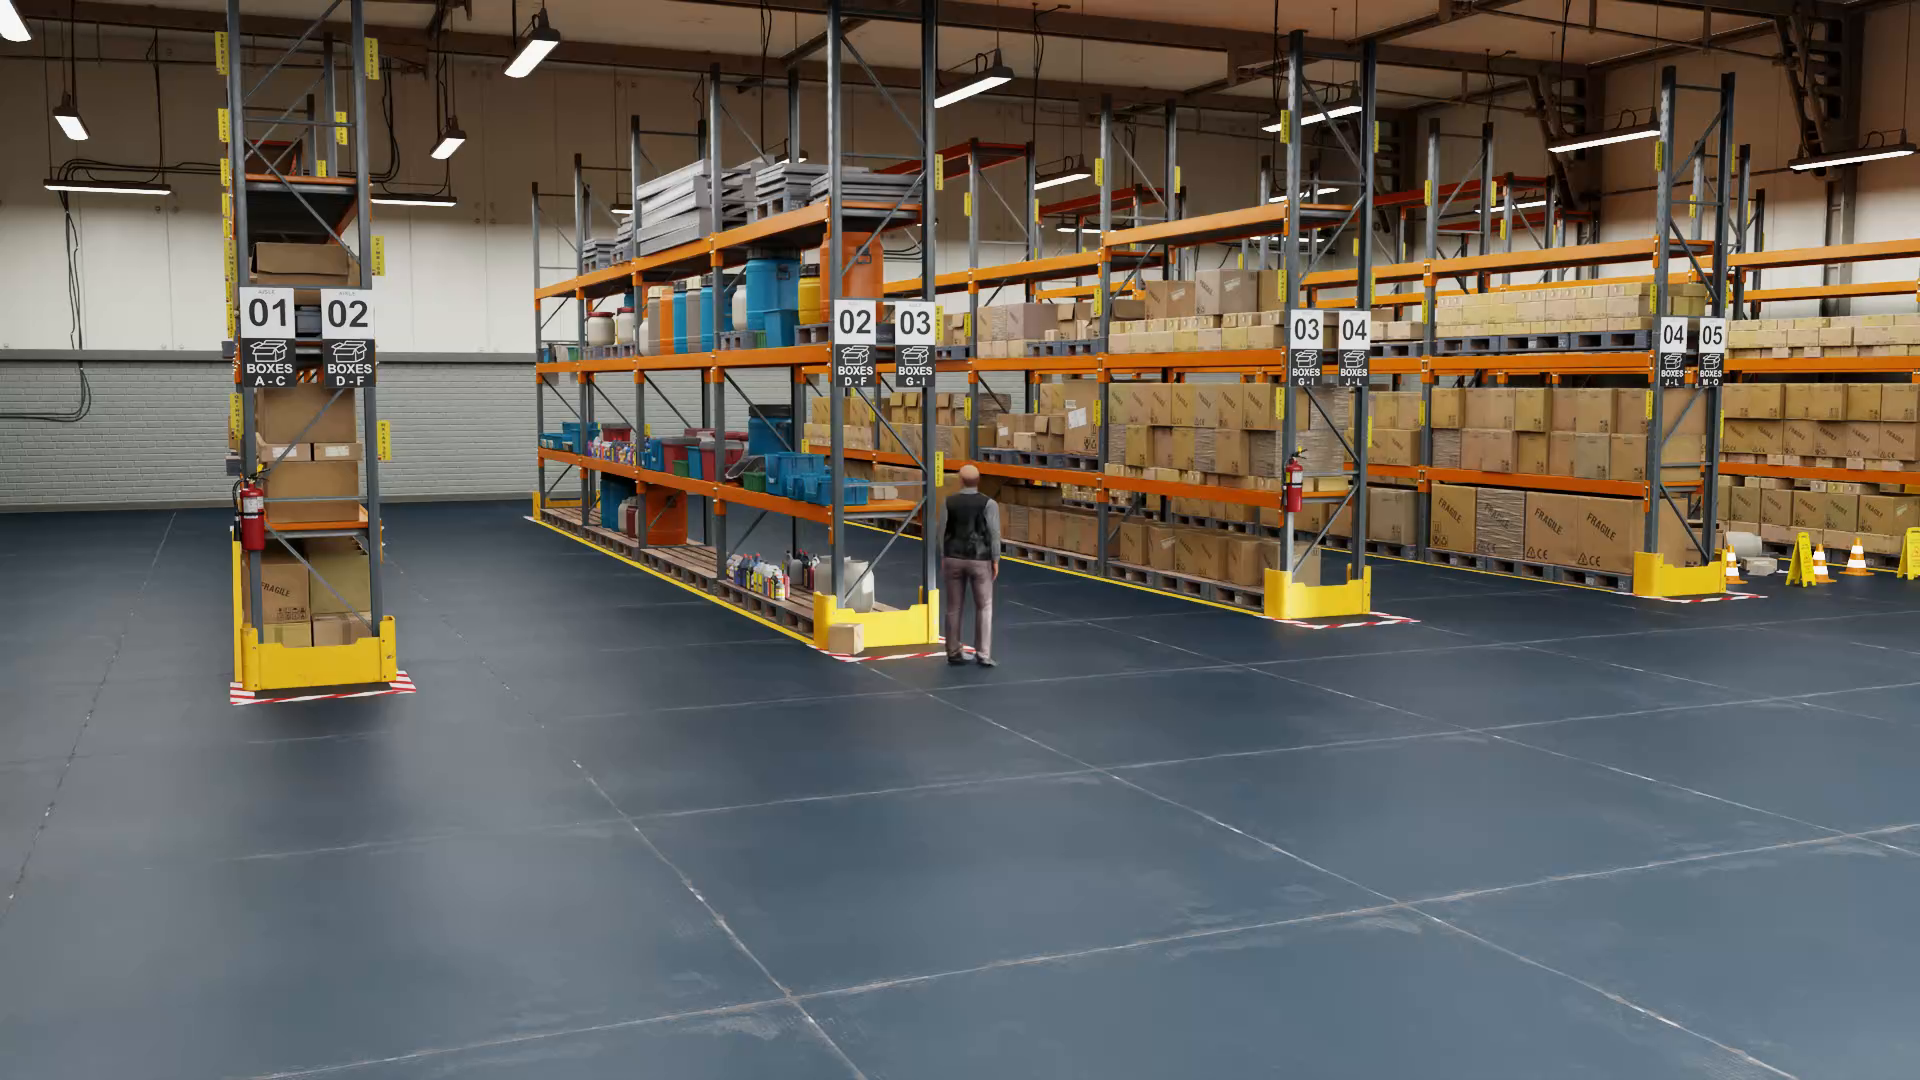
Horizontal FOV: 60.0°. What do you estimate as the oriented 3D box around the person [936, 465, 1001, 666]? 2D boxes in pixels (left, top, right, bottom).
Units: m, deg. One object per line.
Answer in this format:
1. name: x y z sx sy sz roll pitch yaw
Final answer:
1. person: 0.084 0.229 14.404 0.571 1.761 0.423 1 6 15
